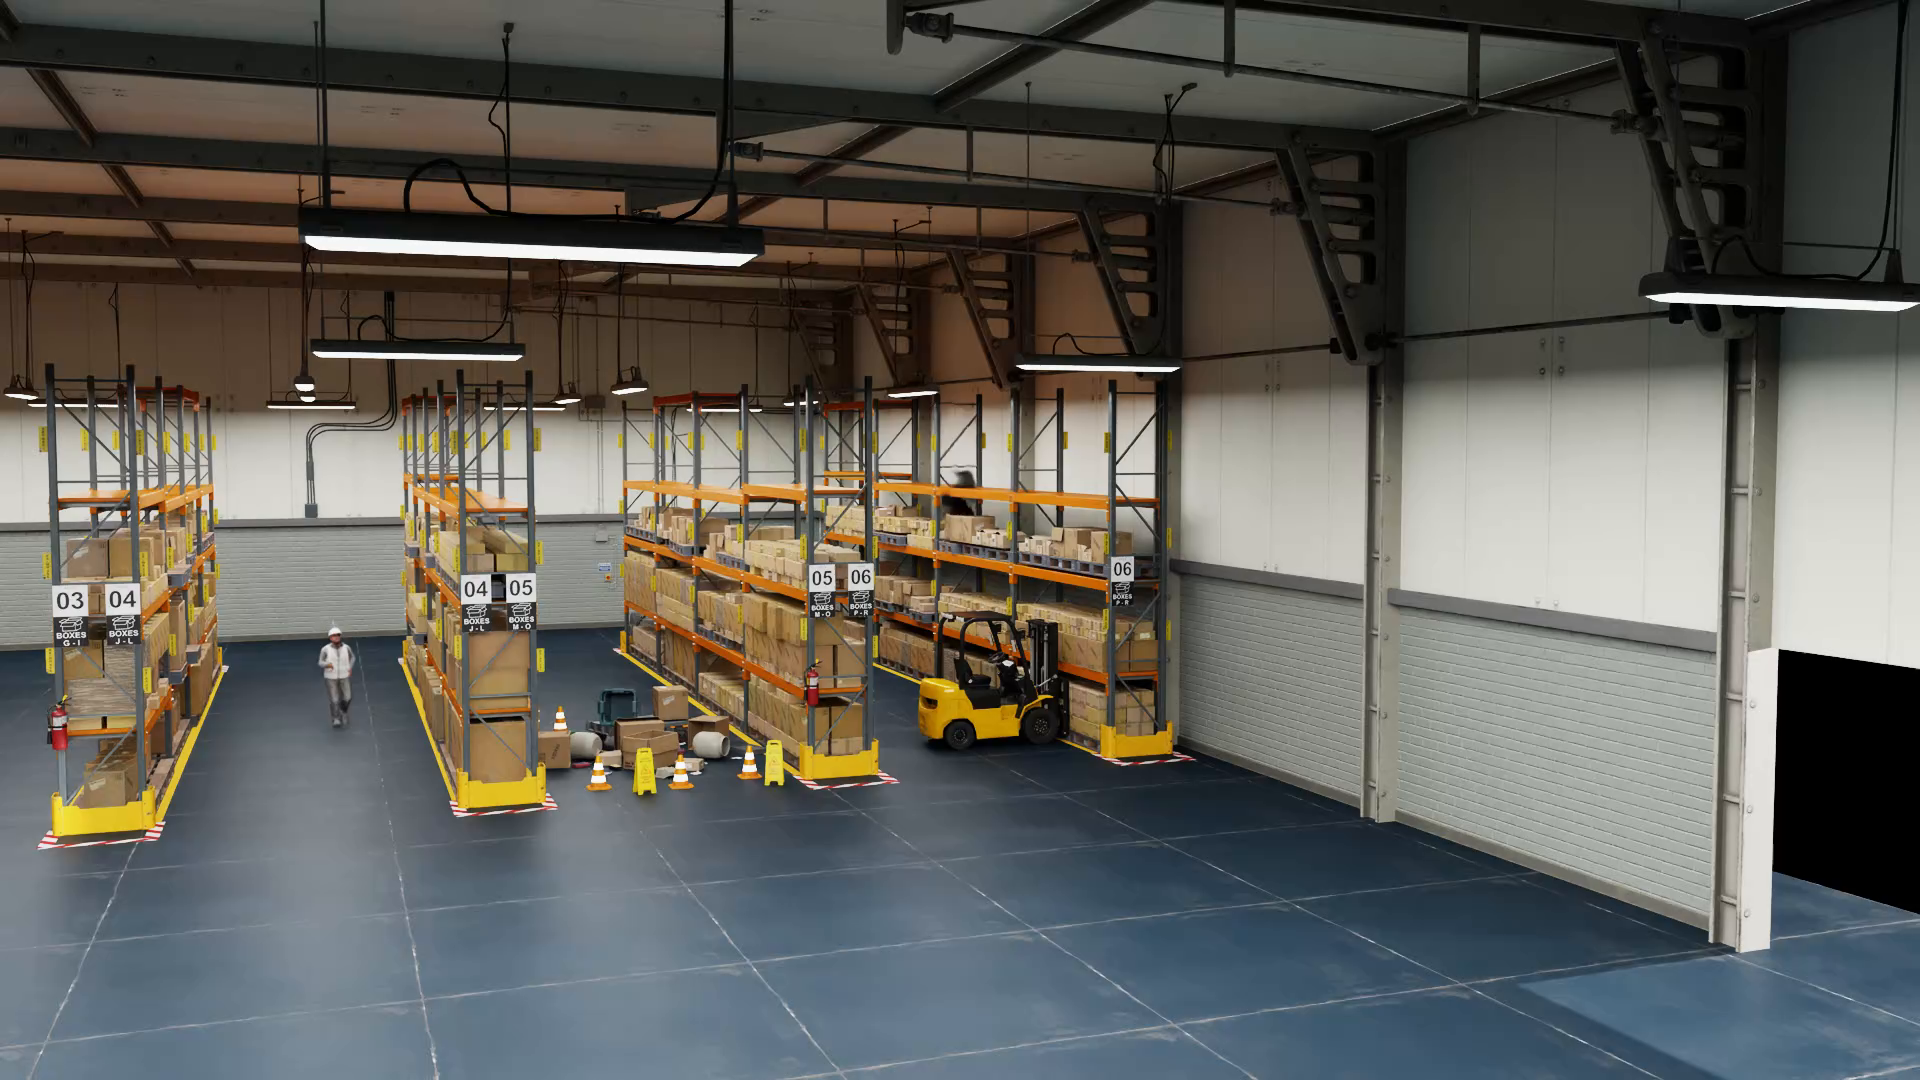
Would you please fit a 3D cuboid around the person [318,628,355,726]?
[{"bbox_3d":[-10.918,2.415,29.217,0.645,1.737,0.617,-2,4,-29],"label":"person"}]

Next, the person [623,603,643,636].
[{"bbox_3d":[-7.948,1.796,40.894,0.686,1.691,0.556,-1,3,-9],"label":"person"}]
